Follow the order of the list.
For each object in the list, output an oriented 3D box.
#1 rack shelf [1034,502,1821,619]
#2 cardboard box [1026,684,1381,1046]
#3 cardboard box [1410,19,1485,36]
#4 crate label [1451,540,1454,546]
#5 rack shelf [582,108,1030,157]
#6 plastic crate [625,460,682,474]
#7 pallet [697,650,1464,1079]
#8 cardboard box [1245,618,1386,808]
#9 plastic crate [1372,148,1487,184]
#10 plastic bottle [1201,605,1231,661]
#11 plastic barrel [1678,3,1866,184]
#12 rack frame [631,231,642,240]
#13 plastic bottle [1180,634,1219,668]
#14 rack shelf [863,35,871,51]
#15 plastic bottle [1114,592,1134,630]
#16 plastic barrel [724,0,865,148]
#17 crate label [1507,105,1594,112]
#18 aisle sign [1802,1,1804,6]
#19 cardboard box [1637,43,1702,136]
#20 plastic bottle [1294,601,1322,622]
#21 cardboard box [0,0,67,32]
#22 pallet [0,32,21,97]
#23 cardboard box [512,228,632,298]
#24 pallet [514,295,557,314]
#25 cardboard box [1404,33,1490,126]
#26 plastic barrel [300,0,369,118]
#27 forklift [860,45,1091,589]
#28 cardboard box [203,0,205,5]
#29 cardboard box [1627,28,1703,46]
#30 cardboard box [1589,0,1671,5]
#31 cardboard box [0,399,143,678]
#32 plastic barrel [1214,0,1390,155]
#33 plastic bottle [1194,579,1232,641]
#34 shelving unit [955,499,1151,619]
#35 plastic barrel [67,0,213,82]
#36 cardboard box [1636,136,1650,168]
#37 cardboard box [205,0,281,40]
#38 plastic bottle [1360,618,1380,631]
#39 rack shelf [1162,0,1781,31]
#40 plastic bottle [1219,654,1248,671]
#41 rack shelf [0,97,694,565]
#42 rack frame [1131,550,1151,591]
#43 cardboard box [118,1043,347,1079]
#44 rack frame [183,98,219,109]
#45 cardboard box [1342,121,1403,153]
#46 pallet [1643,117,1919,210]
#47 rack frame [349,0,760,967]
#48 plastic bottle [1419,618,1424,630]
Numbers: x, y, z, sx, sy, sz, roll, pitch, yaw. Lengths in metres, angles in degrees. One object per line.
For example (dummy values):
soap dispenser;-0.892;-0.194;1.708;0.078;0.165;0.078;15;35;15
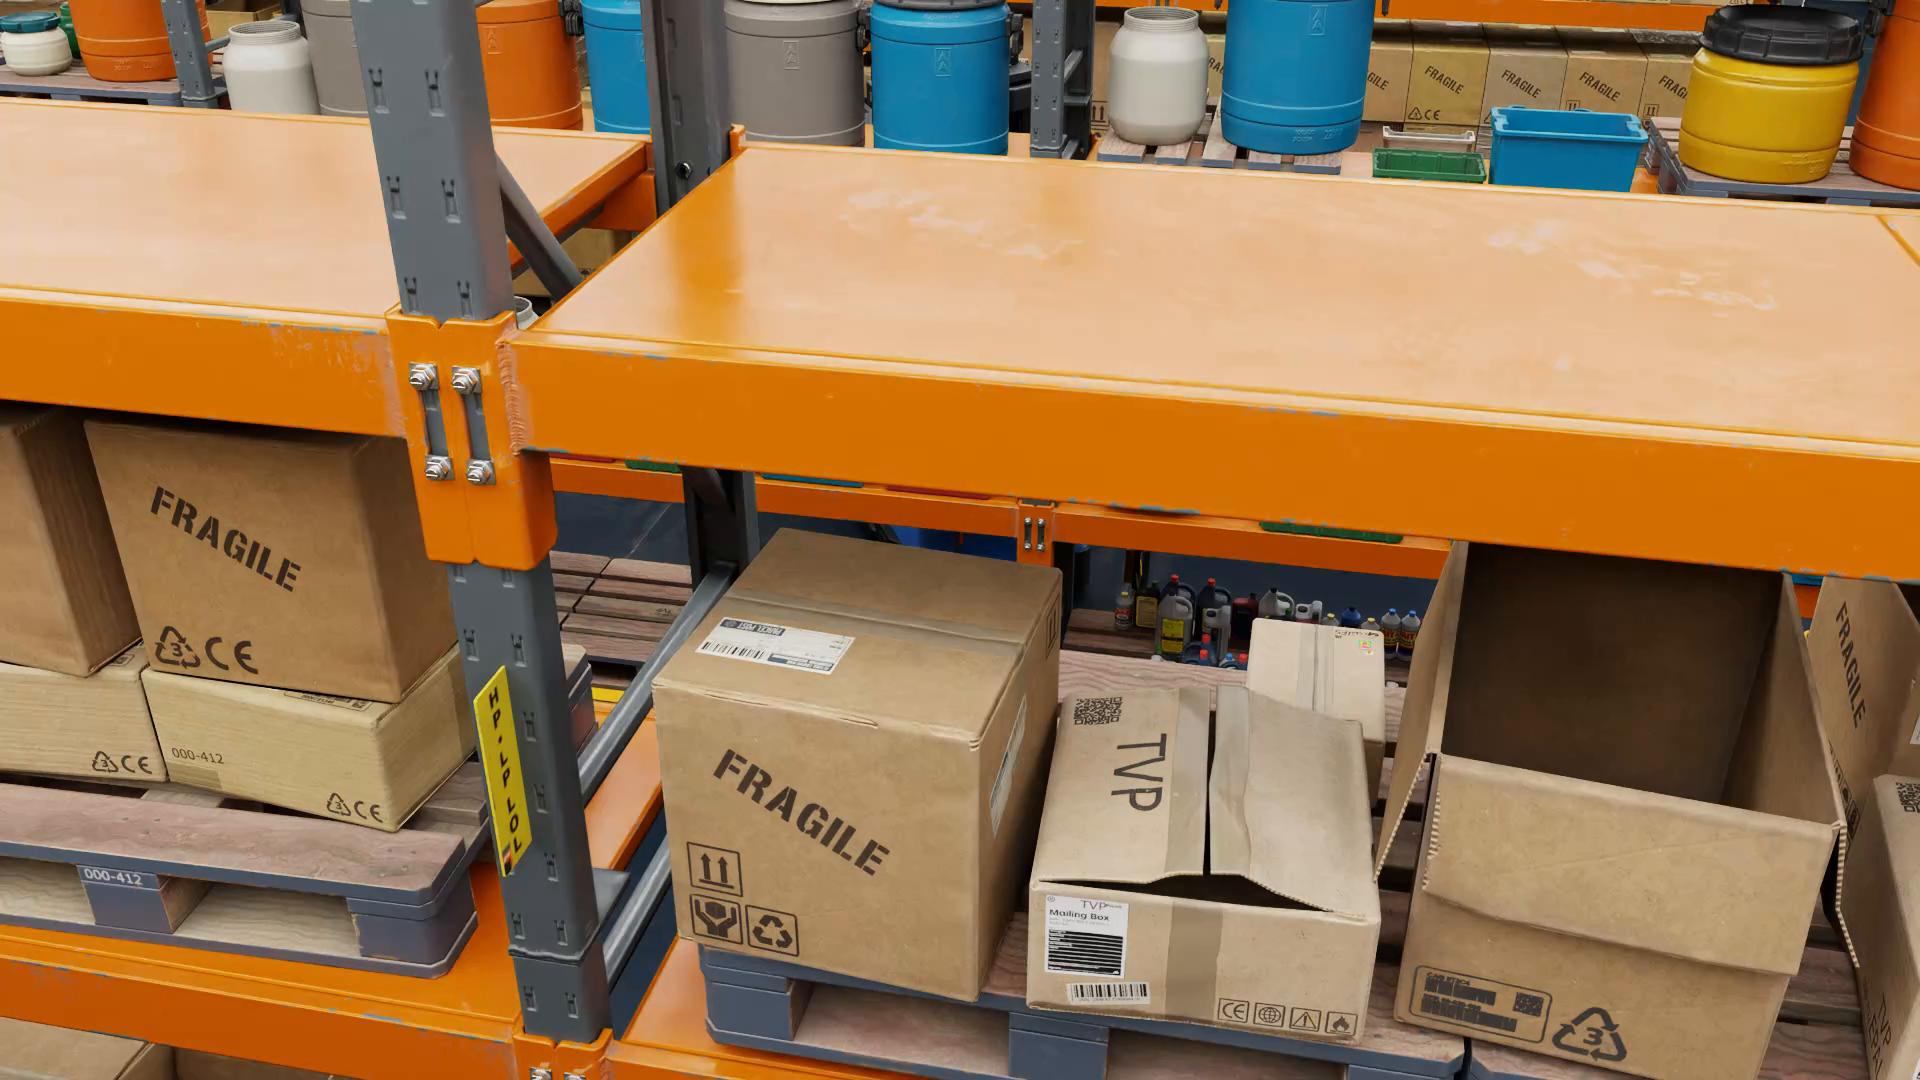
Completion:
rack shelf;2.414;-0.036;7.941;4.000;0.370;1.077;6;29;11
cardboard box;0.386;0.480;2.635;0.500;0.311;0.500;4;29;8
cardboard box;3.456;-3.423;11.924;0.500;0.500;0.500;6;29;11
crate label;2.514;-0.224;7.499;0.616;0.435;0.502;6;29;11
rack shelf;-1.498;-1.753;7.953;4.000;0.370;1.077;6;29;11
plastic crate;-1.304;-0.501;8.262;0.662;0.188;0.450;6;29;11
pallet;0.260;0.570;3.053;1.213;0.211;1.003;6;29;11
cardboard box;0.657;0.315;3.105;0.250;0.149;0.380;6;29;11
plastic crate;1.944;-1.489;6.943;0.450;0.188;0.336;6;29;11
plastic bottle;1.330;0.470;8.645;0.135;0.276;0.152;6;29;11
plastic barrel;3.229;-1.788;6.635;0.600;0.588;0.600;0;29;0
rack frame;-2.419;-3.279;13.116;0.127;3.000;1.000;6;29;11
plastic bottle;1.191;0.625;8.285;0.185;0.351;0.144;6;29;11
rack shelf;0.671;-5.082;17.159;4.000;0.370;1.077;6;29;11
plastic bottle;0.878;0.373;8.902;0.097;0.201;0.097;0;29;0
plastic barrel;-0.724;-2.102;7.321;0.600;0.901;0.600;0;29;0
crate label;2.608;-1.744;7.344;0.408;0.251;0.502;6;29;11
aisle sign;5.402;-3.470;10.758;0.004;0.787;0.394;6;29;11
cardboard box;4.815;-3.029;11.204;0.500;0.500;0.500;6;29;11
plastic bottle;1.810;0.449;8.685;0.135;0.276;0.152;6;29;11
cardboard box;-7.736;-4.345;14.128;0.500;0.500;0.500;5;29;9
pallet;-5.469;-2.442;8.660;1.213;0.211;1.003;6;29;11
cardboard box;-3.090;-2.610;13.670;0.875;0.875;1.225;5;29;8
pallet;-3.175;-2.170;13.995;1.213;0.211;1.003;6;29;11
cardboard box;3.349;-3.182;11.483;0.500;0.500;0.500;6;29;11
plastic barrel;-2.696;-2.304;7.690;0.600;0.901;0.600;0;29;0
forklift;-0.198;-1.569;10.064;1.130;2.935;3.031;-9;30;-16
cardboard box;-8.351;-6.046;18.431;0.250;0.149;0.380;5;29;9
cardboard box;4.923;-3.273;11.650;0.500;0.500;0.500;6;29;11
cardboard box;4.391;-3.705;10.926;0.500;0.250;0.500;6;29;11
cardboard box;-1.737;-0.116;3.152;0.500;0.500;0.500;9;30;15
plastic barrel;1.409;-2.122;6.919;0.708;0.901;0.600;6;29;11
plastic bottle;1.336;0.365;8.759;0.185;0.351;0.144;4;29;8
shelving unit;0.503;-0.314;8.998;1.083;1.500;0.587;2;27;0
plastic barrel;-4.008;-2.700;8.049;0.708;0.830;0.600;6;29;11
cardboard box;4.872;-2.719;11.679;0.500;0.500;0.875;6;29;11
cardboard box;-5.705;-4.104;13.474;0.637;0.503;0.797;5;29;9
plastic bottle;2.132;0.501;8.667;0.097;0.201;0.097;0;29;0
rack shelf;3.448;-3.678;11.469;4.000;0.370;1.077;6;29;11
plastic bottle;1.346;0.712;8.127;0.185;0.351;0.144;5;29;8
rack shelf;-2.536;-0.567;3.081;4.000;0.370;1.077;6;29;11
rack frame;1.020;-0.293;8.995;0.032;1.500;0.500;2;27;0
cardboard box;-1.843;1.593;4.113;0.500;0.500;0.500;8;30;14
rack frame;-3.454;-0.953;8.867;0.127;3.000;1.000;6;29;11
cardboard box;2.911;-2.909;12.025;0.500;0.500;0.875;6;29;11
pallet;3.581;-1.513;6.962;1.213;0.211;1.003;6;29;11
rack frame;-0.580;-0.858;2.446;0.127;3.000;1.000;6;29;11
plastic bottle;2.444;0.488;8.605;0.133;0.283;0.061;6;29;11
